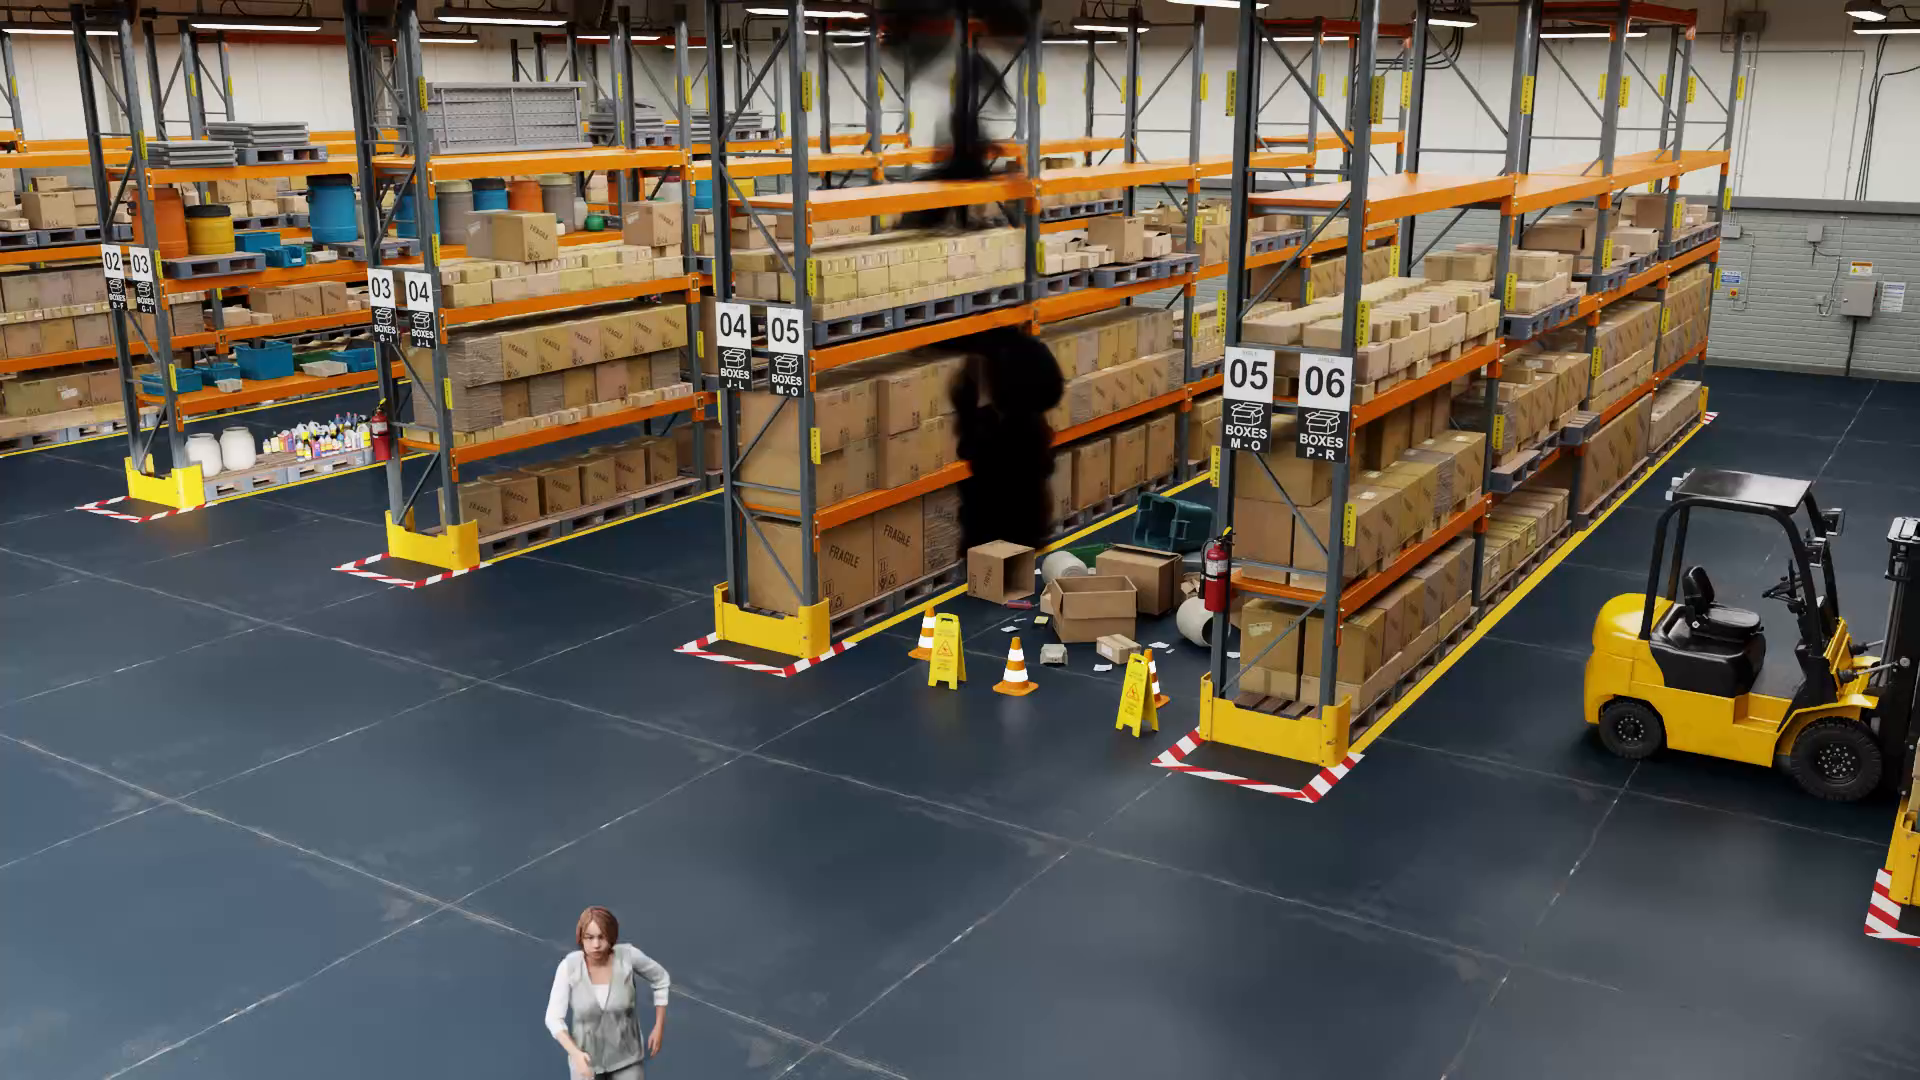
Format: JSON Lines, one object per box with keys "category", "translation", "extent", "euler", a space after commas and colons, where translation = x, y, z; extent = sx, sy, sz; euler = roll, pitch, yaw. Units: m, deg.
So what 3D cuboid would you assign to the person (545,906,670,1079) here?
{"category": "person", "translation": [-1.600, 2.408, 7.638], "extent": [0.566, 1.557, 0.545], "euler": [-3, 16, -10]}
